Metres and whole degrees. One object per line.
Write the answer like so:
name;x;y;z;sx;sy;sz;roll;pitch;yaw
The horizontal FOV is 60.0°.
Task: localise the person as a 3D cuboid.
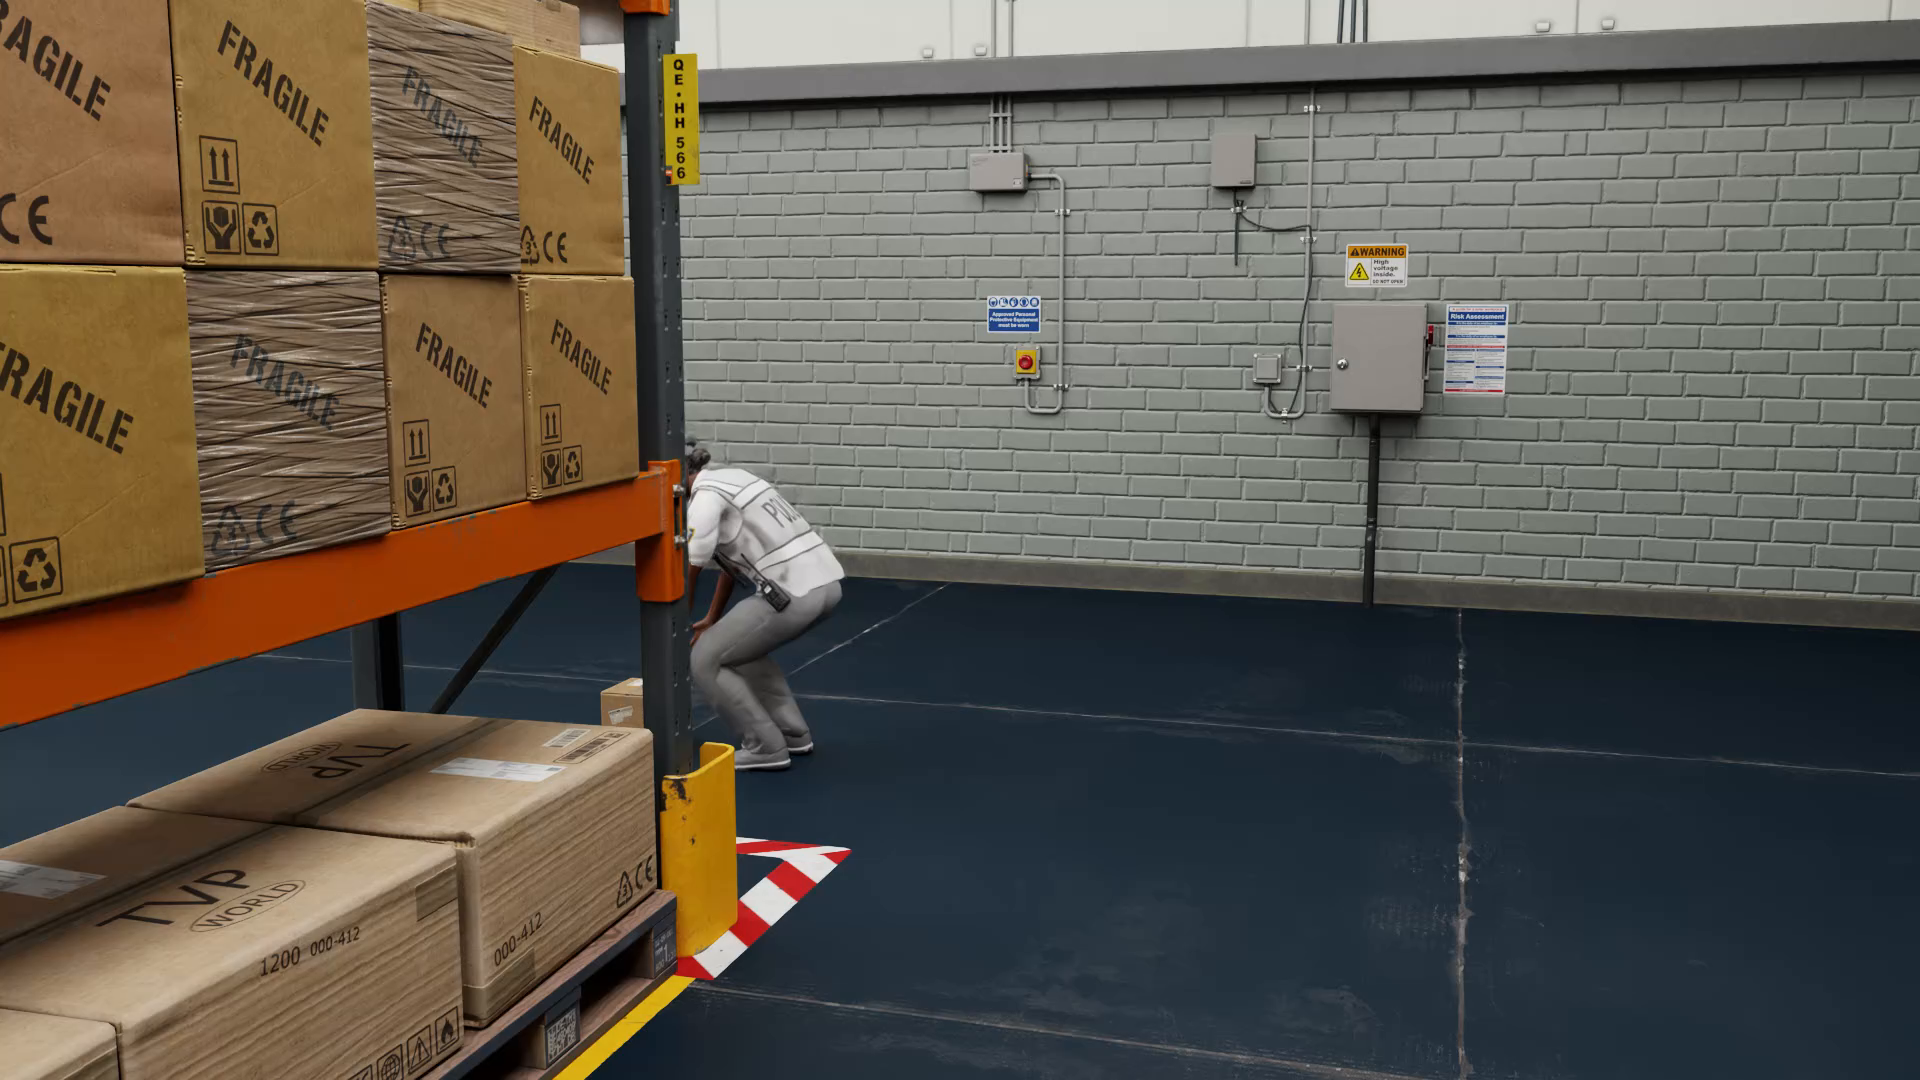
person;-0.838;0.228;6.248;0.781;1.246;0.499;2;9;16
